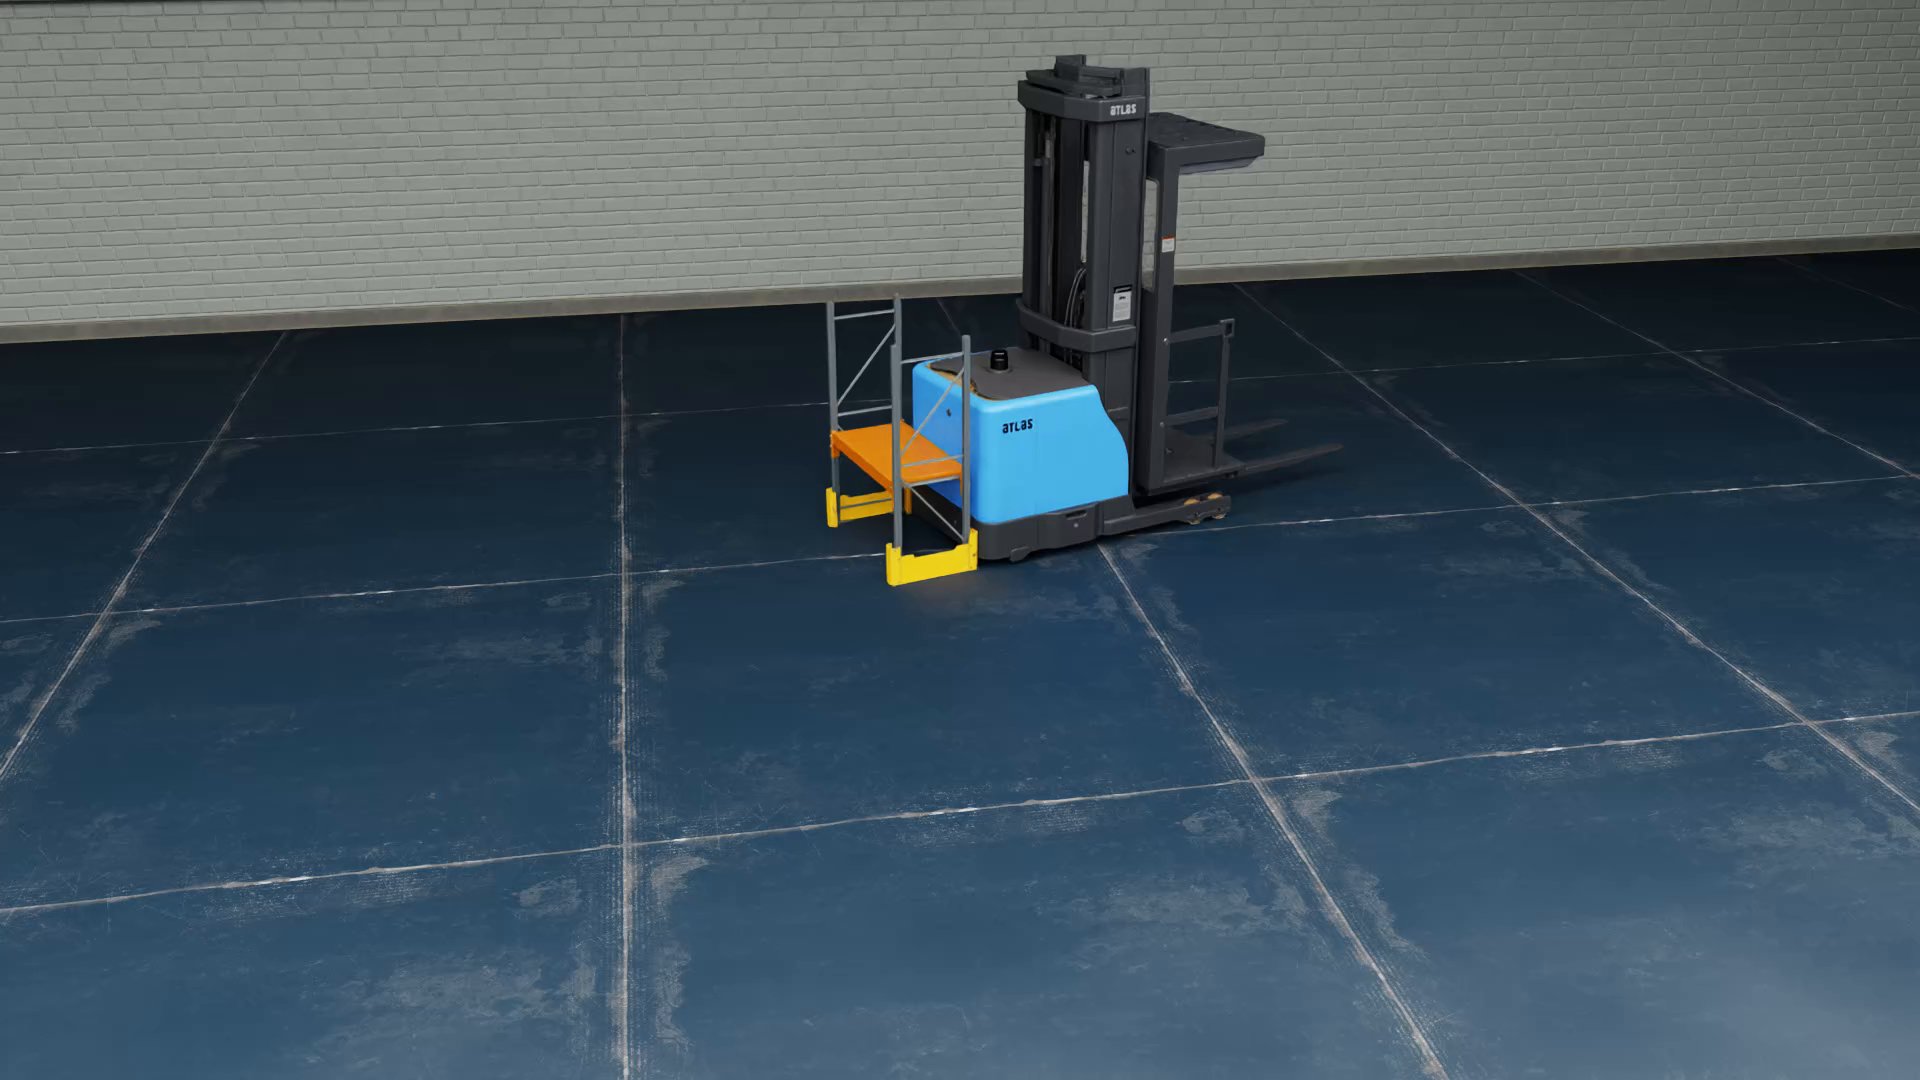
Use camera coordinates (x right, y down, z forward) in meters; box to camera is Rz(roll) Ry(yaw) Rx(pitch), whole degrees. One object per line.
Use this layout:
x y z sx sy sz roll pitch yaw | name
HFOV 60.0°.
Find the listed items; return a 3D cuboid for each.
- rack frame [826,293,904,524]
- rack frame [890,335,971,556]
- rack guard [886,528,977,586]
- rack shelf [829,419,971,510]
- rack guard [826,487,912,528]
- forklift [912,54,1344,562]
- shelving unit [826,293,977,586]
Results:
-0.608 -0.837 10.792 0.500 1.500 0.032 -11 26 -23 | rack frame
-0.170 -0.470 9.951 0.500 1.500 0.032 -11 26 -23 | rack frame
-0.170 0.103 10.202 0.587 0.250 0.087 -11 26 -23 | rack guard
-0.389 -0.488 10.444 0.538 0.185 1.000 -11 26 -23 | rack shelf
-0.599 -0.257 11.026 0.587 0.250 0.087 -11 26 -23 | rack guard
1.219 -1.616 10.789 3.031 2.935 1.130 -13 27 -27 | forklift
-0.385 -0.650 10.364 0.587 1.500 1.083 -11 26 -23 | shelving unit
